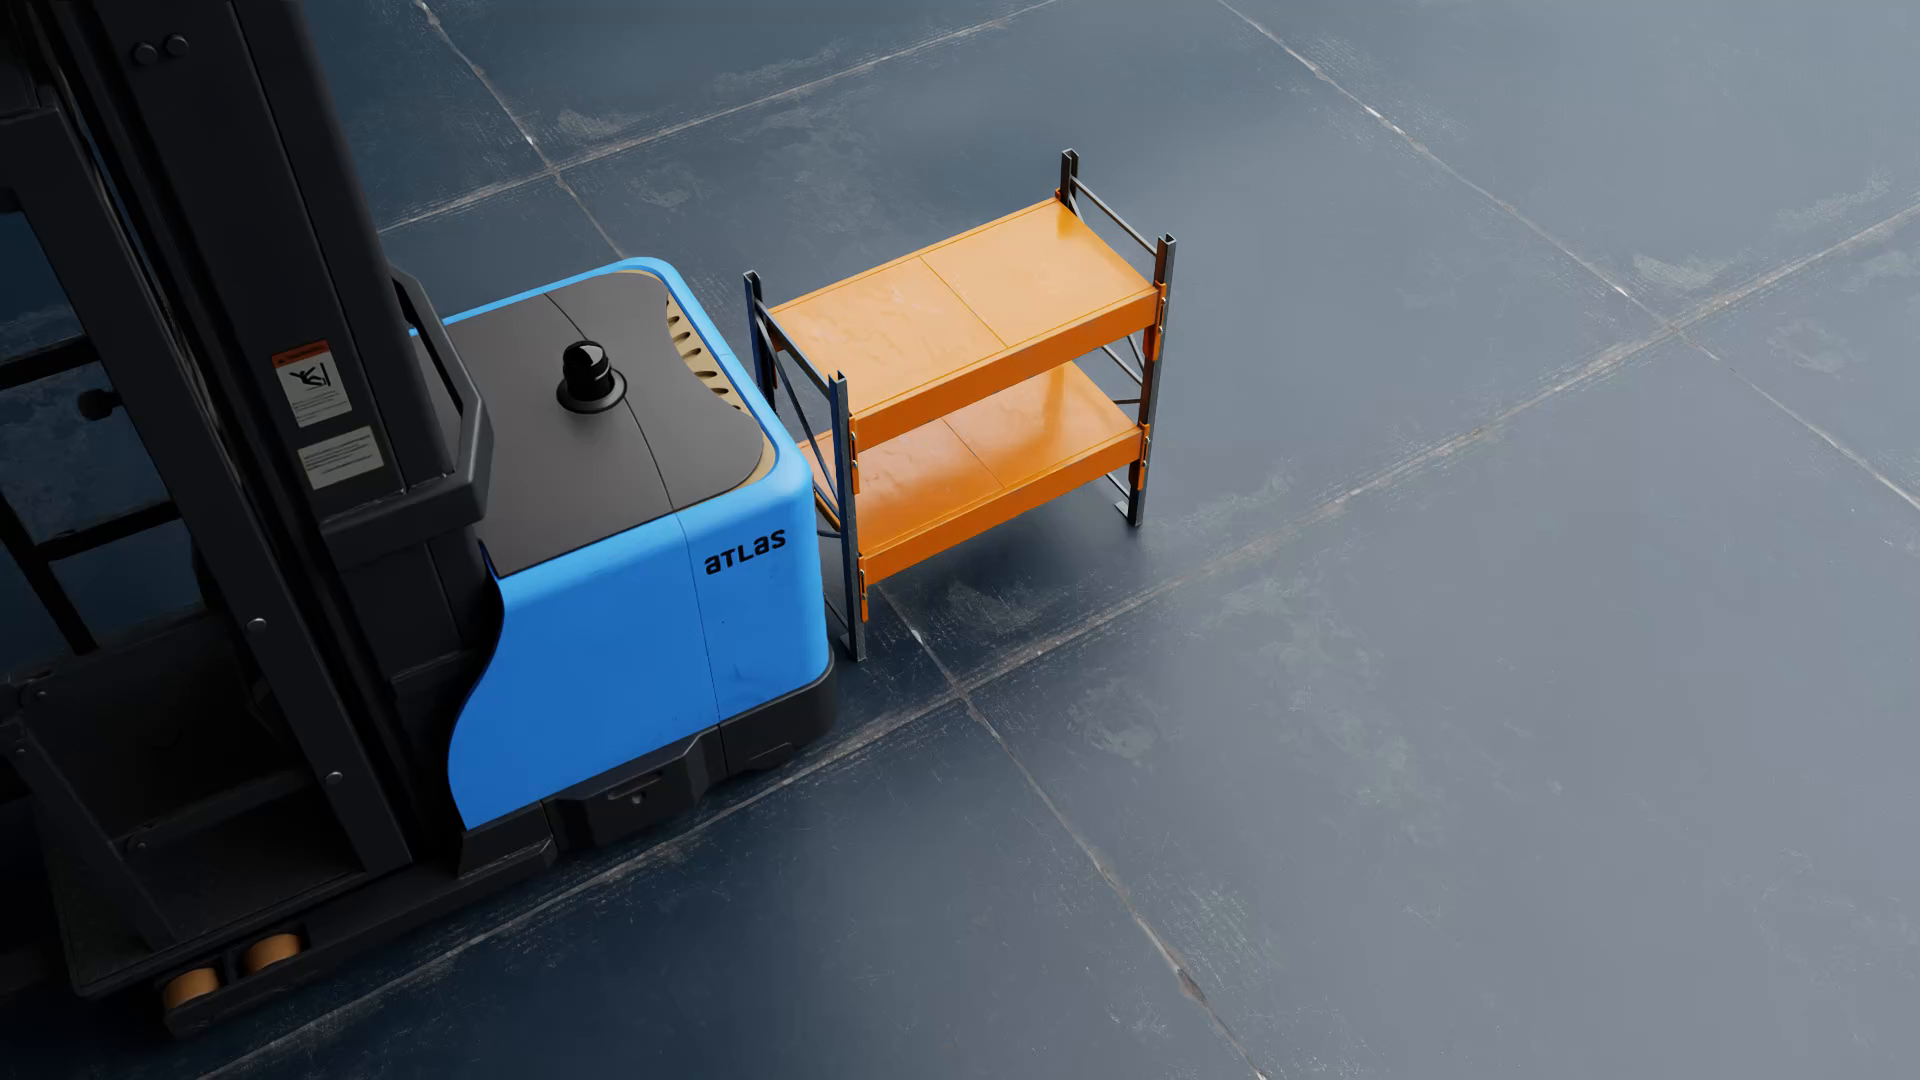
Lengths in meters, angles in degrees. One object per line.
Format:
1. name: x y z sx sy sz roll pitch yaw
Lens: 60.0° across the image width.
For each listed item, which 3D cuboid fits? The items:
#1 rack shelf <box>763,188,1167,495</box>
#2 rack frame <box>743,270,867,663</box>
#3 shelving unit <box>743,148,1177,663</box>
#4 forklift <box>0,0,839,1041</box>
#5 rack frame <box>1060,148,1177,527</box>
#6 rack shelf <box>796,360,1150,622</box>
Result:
1. rack shelf: 0.006 -0.571 4.614 1.000 0.278 0.538 -25 53 -21
2. rack frame: -0.424 -0.174 4.652 0.032 1.125 0.500 -25 53 -21
3. shelving unit: 0.006 -0.377 4.832 1.048 1.125 0.538 -25 53 -21
4. forklift: -1.884 -0.206 3.471 3.031 2.935 1.130 -22 52 -19
5. rack frame: 0.436 -0.579 5.013 0.032 1.125 0.500 -25 53 -21
6. rack shelf: 0.006 -0.214 5.015 1.000 0.278 0.538 -25 53 -21
